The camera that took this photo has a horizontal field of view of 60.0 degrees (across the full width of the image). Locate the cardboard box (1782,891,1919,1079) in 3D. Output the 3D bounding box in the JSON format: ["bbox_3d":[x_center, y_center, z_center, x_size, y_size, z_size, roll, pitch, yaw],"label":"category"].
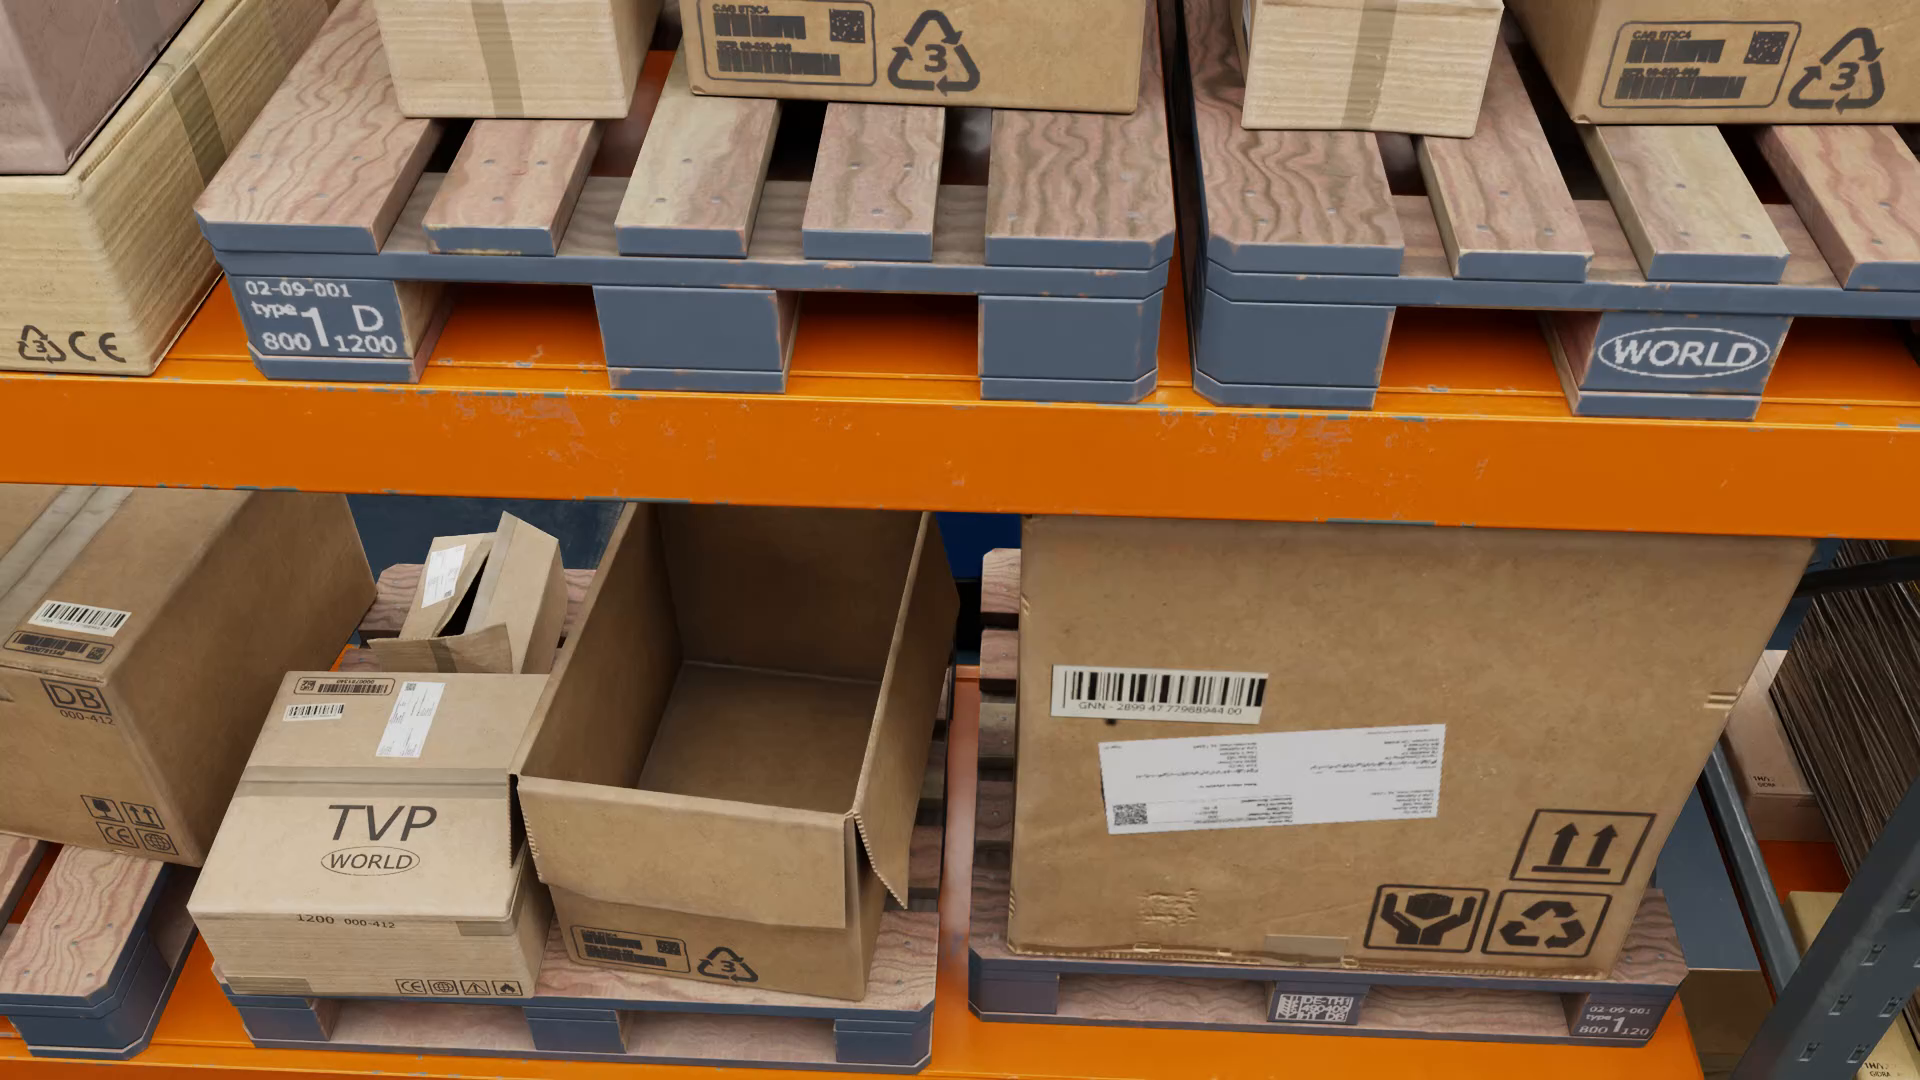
[{"bbox_3d":[1.591,0.807,2.867,0.250,0.149,0.380,2,43,2],"label":"cardboard box"}]

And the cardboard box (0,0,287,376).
[{"bbox_3d":[-1.121,-0.448,1.940,0.500,0.250,0.500,3,43,3],"label":"cardboard box"}]

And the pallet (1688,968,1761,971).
[{"bbox_3d":[2.063,1.521,3.963,1.213,0.211,1.003,2,43,2],"label":"pallet"}]

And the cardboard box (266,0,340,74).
[{"bbox_3d":[-1.122,-0.791,2.307,0.500,0.250,0.500,3,43,3],"label":"cardboard box"}]

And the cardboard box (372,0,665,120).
[{"bbox_3d":[-0.487,-0.651,1.911,0.250,0.166,0.380,1,43,1],"label":"cardboard box"}]

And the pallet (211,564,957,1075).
[{"bbox_3d":[-0.626,0.484,3.170,1.213,0.211,1.003,2,43,2],"label":"pallet"}]

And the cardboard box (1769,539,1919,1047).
[{"bbox_3d":[1.837,0.414,2.813,0.500,0.500,0.875,2,43,2],"label":"cardboard box"}]

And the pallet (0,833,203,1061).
[{"bbox_3d":[-1.889,0.401,3.260,1.003,0.211,1.213,2,43,2],"label":"pallet"}]

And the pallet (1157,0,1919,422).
[{"bbox_3d":[0.778,-0.616,2.148,1.003,0.211,1.213,2,43,2],"label":"pallet"}]

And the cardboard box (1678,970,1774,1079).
[{"bbox_3d":[1.788,1.304,3.675,0.500,0.500,0.500,1,43,1],"label":"cardboard box"}]

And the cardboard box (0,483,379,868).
[{"bbox_3d":[-1.502,0.129,3.029,0.500,0.500,0.700,8,44,8],"label":"cardboard box"}]

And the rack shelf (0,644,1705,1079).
[{"bbox_3d":[-0.608,0.706,3.319,4.000,0.370,1.077,2,43,2],"label":"rack shelf"}]

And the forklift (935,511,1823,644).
[{"bbox_3d":[1.267,-1.071,4.750,3.031,2.935,1.130,0,43,0],"label":"forklift"}]

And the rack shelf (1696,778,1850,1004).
[{"bbox_3d":[3.388,0.829,3.188,4.000,0.370,1.077,2,43,2],"label":"rack shelf"}]

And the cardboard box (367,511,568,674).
[{"bbox_3d":[-0.928,0.144,3.185,0.258,0.266,0.396,1,43,1],"label":"cardboard box"}]

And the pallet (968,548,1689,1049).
[{"bbox_3d":[0.633,0.452,3.205,1.213,0.211,1.003,2,43,2],"label":"pallet"}]

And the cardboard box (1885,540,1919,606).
[{"bbox_3d":[1.852,-0.181,2.718,0.500,0.500,0.500,2,43,2],"label":"cardboard box"}]

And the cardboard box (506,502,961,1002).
[{"bbox_3d":[-0.346,0.322,2.820,0.637,0.503,0.797,6,43,6],"label":"cardboard box"}]

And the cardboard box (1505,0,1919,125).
[{"bbox_3d":[0.925,-0.867,1.895,0.637,0.503,0.797,0,43,0],"label":"cardboard box"}]

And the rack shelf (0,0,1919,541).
[{"bbox_3d":[-0.608,-0.392,2.297,4.000,0.370,1.077,2,43,2],"label":"rack shelf"}]

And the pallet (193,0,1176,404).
[{"bbox_3d":[-0.258,-0.646,2.180,1.003,0.211,1.213,2,43,2],"label":"pallet"}]

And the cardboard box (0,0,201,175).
[{"bbox_3d":[-1.138,-0.718,1.679,0.500,0.500,0.500,1,43,1],"label":"cardboard box"}]

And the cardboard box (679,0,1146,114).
[{"bbox_3d":[-0.016,-0.895,1.926,0.637,0.503,0.797,3,43,4],"label":"cardboard box"}]

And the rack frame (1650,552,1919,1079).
[{"bbox_3d":[1.390,0.504,3.008,0.127,3.000,1.000,2,43,2],"label":"rack frame"}]

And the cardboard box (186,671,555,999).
[{"bbox_3d":[-0.942,0.490,2.825,0.500,0.250,0.500,1,43,1],"label":"cardboard box"}]

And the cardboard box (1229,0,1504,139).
[{"bbox_3d":[0.447,-0.659,1.846,0.258,0.266,0.396,3,43,3],"label":"cardboard box"}]

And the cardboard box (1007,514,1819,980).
[{"bbox_3d":[0.603,0.011,2.789,1.000,1.000,1.000,2,43,2],"label":"cardboard box"}]

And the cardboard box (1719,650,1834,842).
[{"bbox_3d":[1.618,0.402,3.302,0.250,0.149,0.380,2,43,2],"label":"cardboard box"}]
